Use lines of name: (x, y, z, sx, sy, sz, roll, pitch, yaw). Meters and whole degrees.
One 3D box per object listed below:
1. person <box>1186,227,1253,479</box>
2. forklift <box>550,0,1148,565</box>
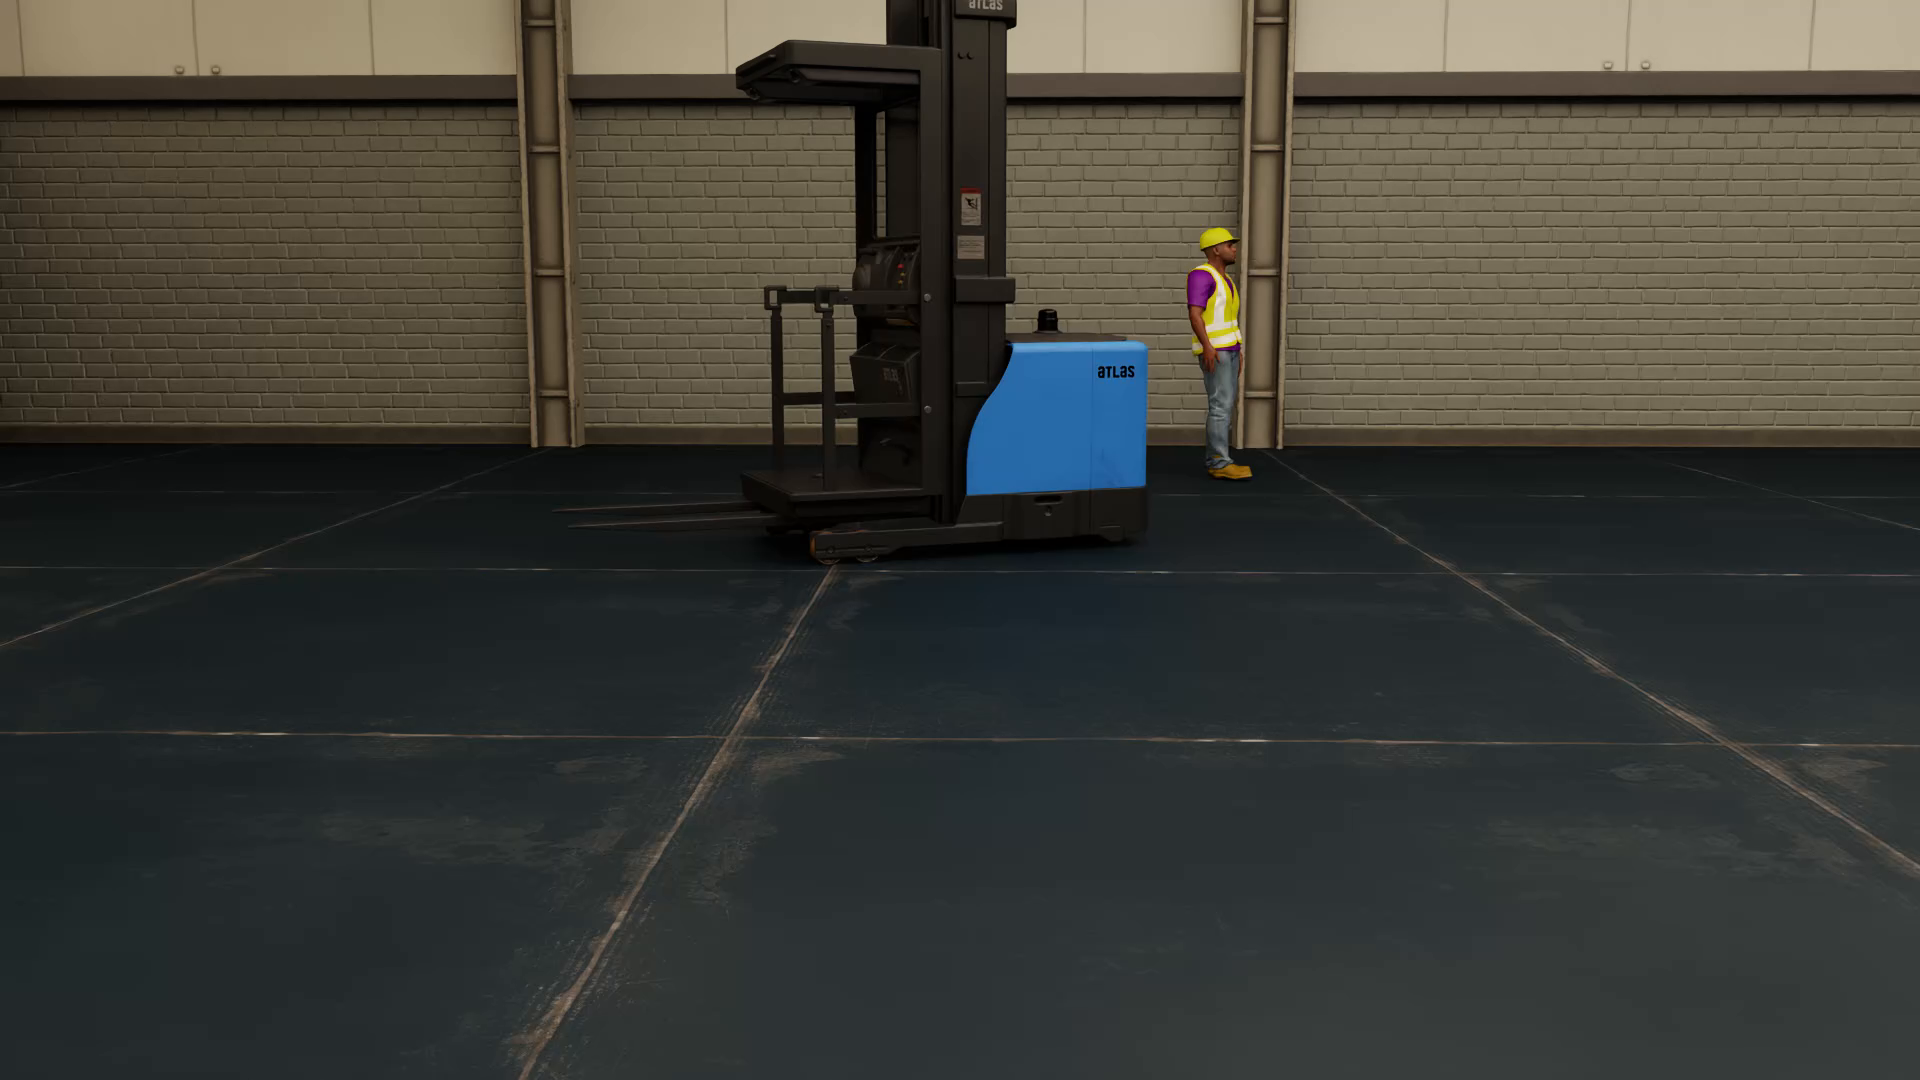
person: (1.923, -1.342, 11.910, 0.578, 1.759, 0.666, 5, 10, 28)
forklift: (-0.569, -1.416, 8.568, 3.031, 2.935, 1.130, -3, 9, -20)
